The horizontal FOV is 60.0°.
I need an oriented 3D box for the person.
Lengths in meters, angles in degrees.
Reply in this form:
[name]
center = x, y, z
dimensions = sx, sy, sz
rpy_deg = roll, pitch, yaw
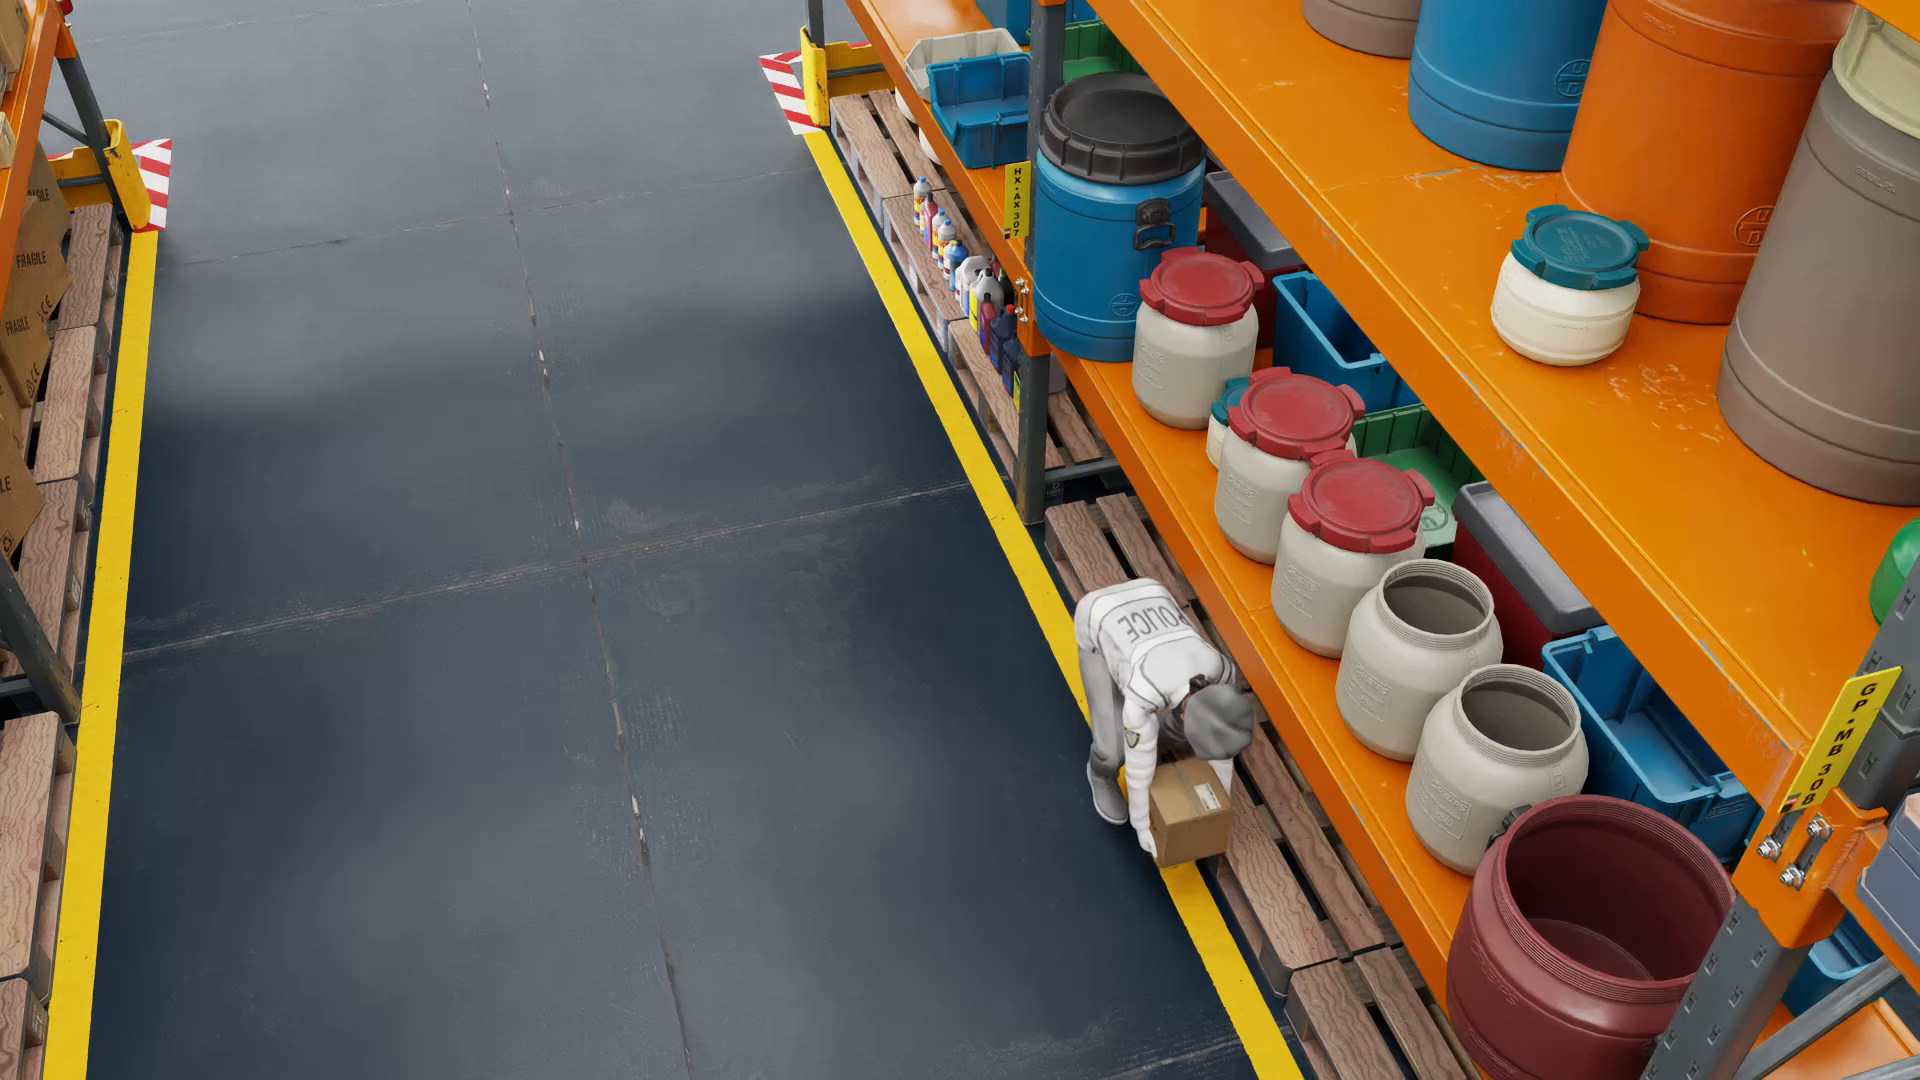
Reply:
[person]
center = 0.711, 0.644, 5.888
dimensions = 0.445, 1.085, 0.920
rpy_deg = -14, 44, -15
